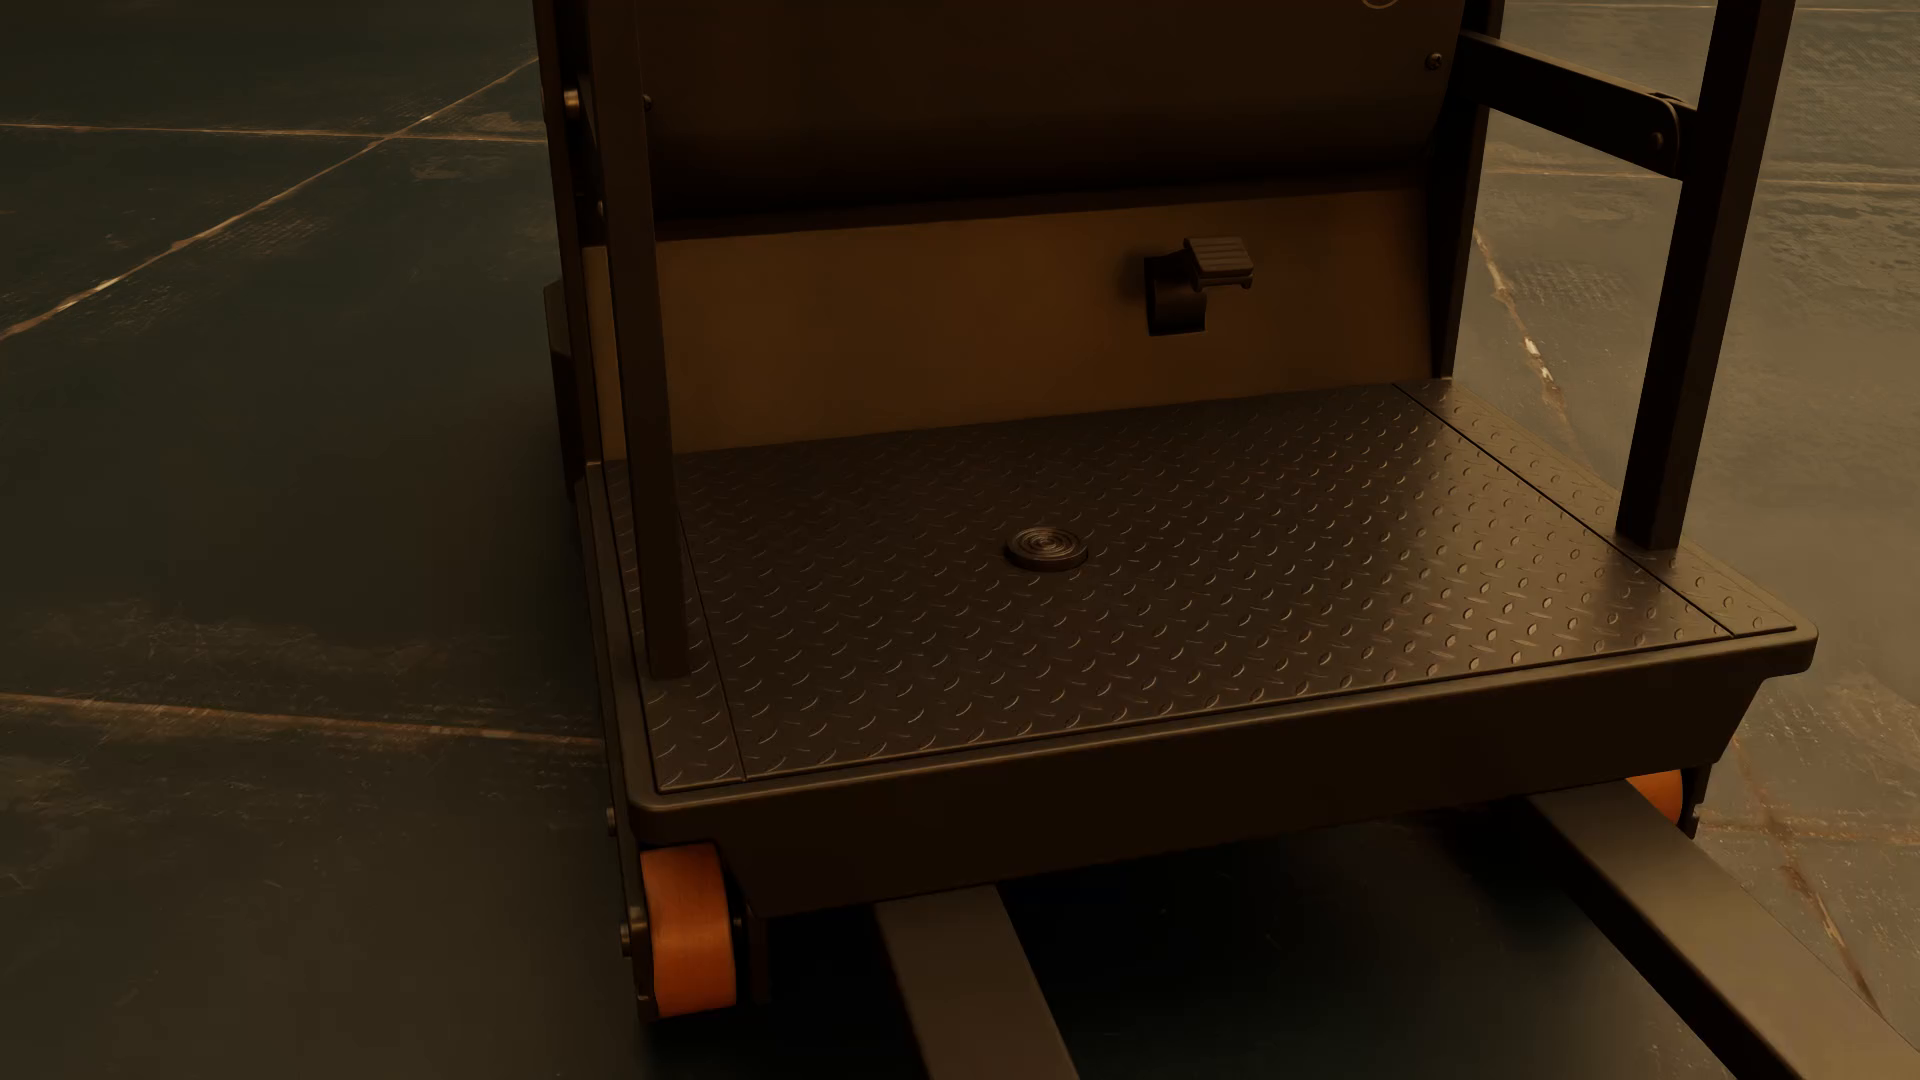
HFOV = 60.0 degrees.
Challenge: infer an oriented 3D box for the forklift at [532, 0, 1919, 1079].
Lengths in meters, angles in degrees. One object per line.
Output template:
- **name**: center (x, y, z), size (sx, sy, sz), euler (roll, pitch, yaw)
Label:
- **forklift**: center (0.153, -1.049, 1.319), size (1.130, 2.935, 3.031), euler (-7, 27, -13)
